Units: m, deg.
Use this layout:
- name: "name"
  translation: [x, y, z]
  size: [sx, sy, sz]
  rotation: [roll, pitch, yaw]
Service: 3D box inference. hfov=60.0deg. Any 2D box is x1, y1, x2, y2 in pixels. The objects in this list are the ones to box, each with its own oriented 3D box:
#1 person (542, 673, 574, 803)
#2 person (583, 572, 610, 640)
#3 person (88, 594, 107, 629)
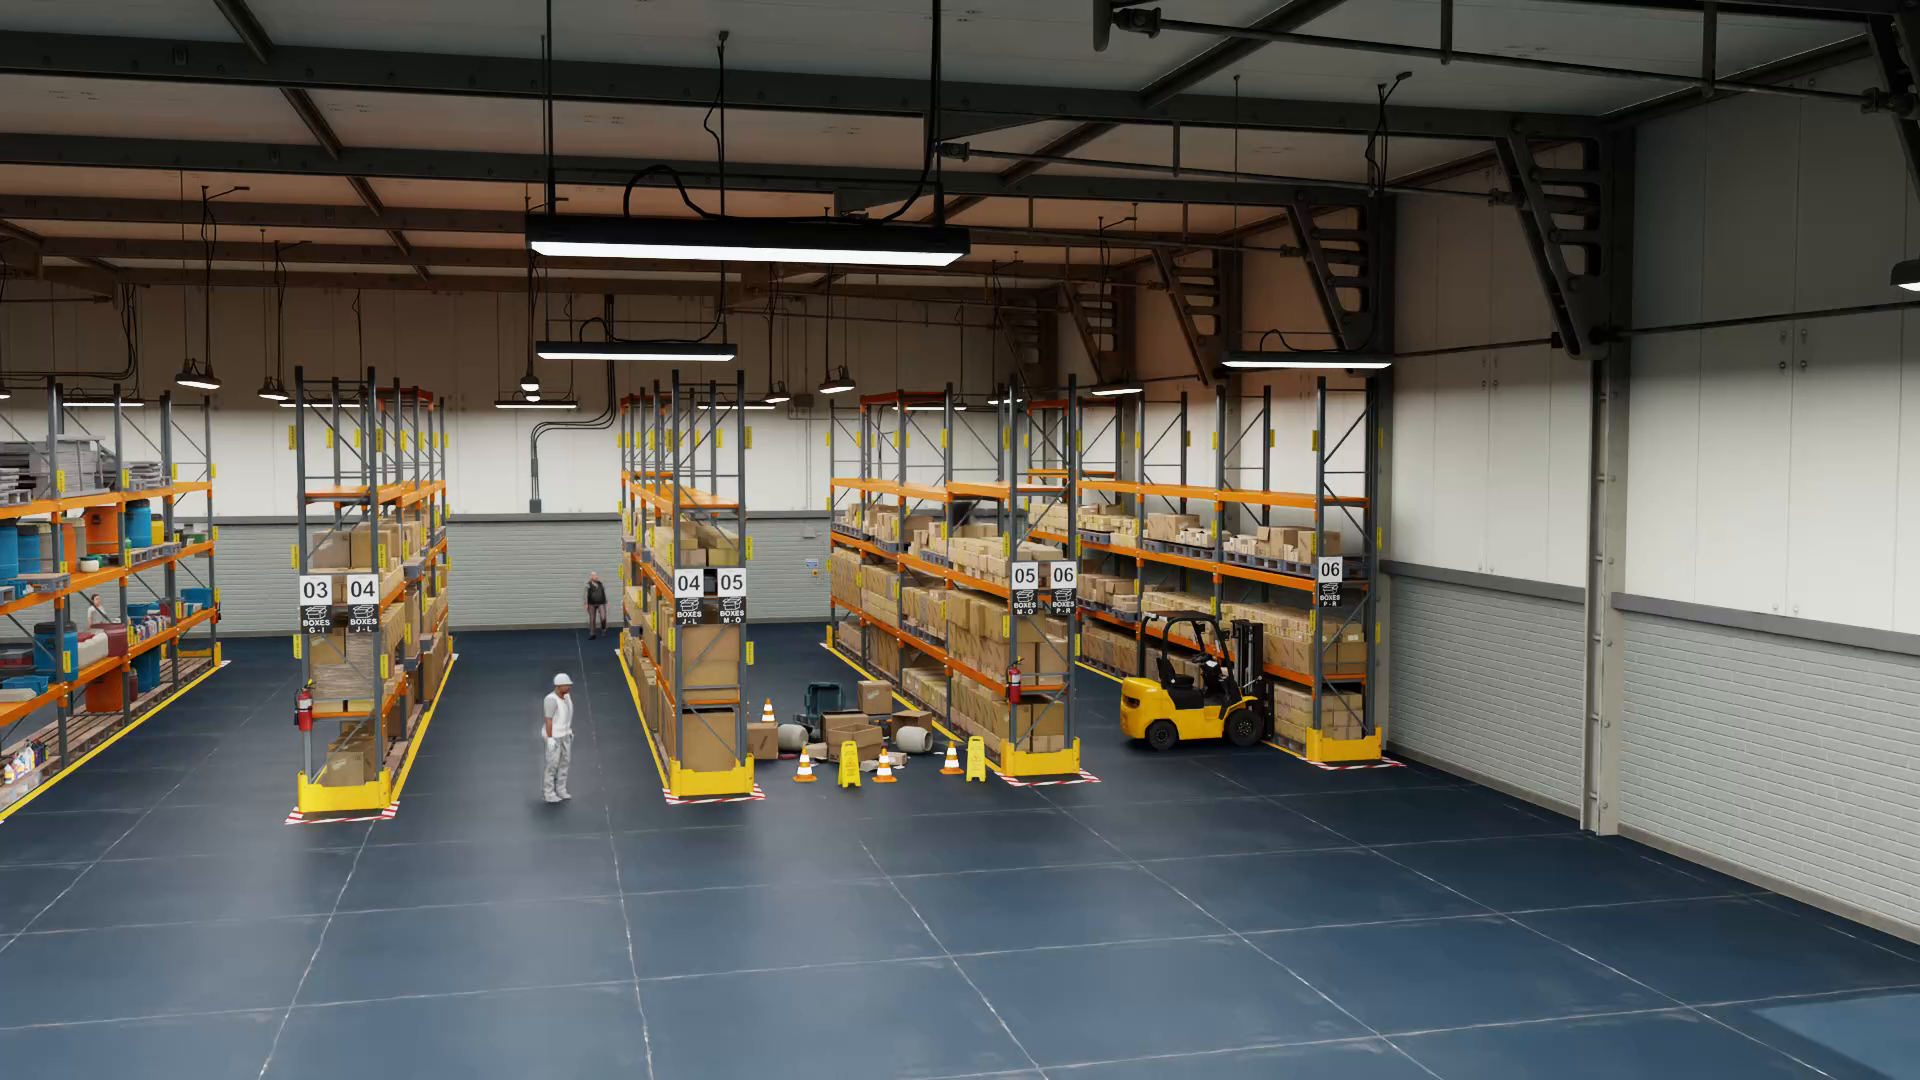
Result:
- name: "person"
  translation: [-5.576, 2.737, 23.108]
  size: [0.450, 1.792, 0.605]
  rotation: [1, 4, 19]
- name: "person"
  translation: [-9.170, 1.655, 41.956]
  size: [0.645, 1.705, 0.524]
  rotation: [0, 3, -8]
- name: "person"
  translation: [-19.005, 1.998, 36.561]
  size: [0.932, 1.636, 0.398]
  rotation: [-2, 4, -31]
